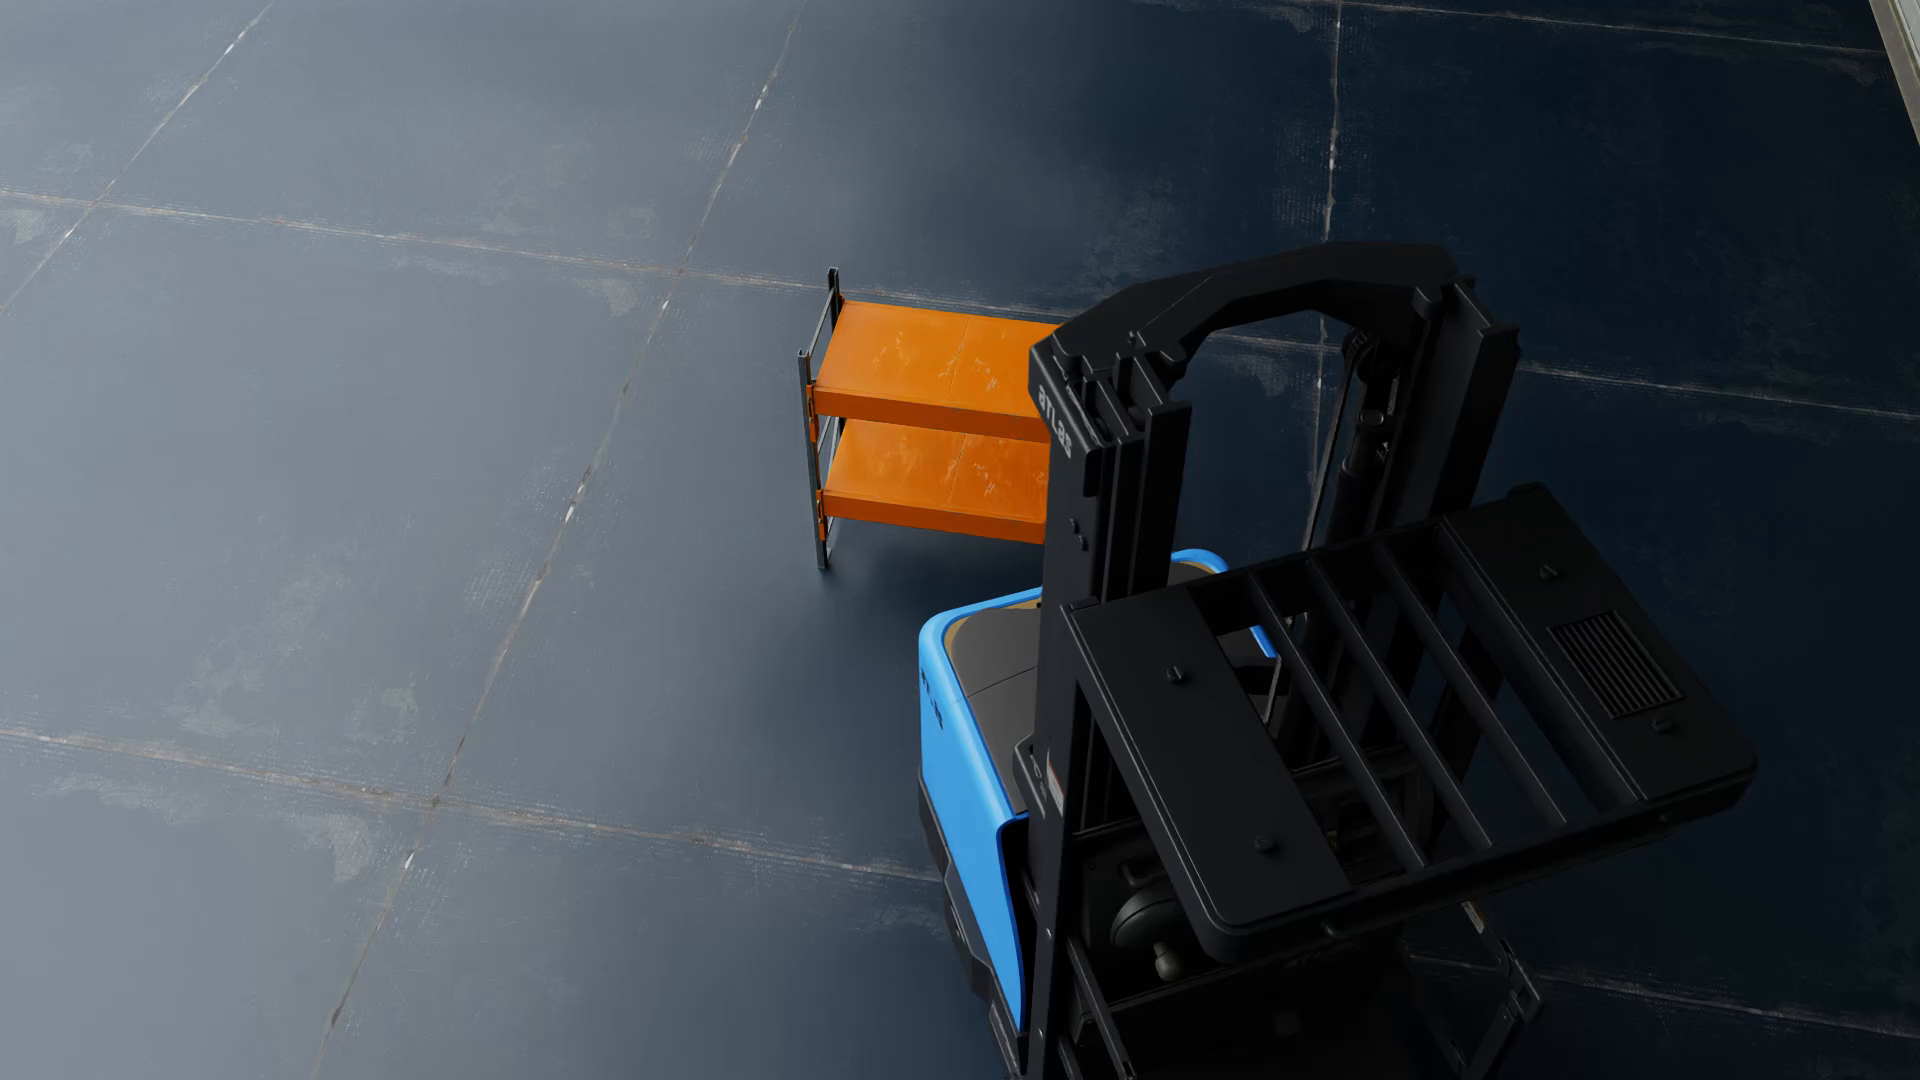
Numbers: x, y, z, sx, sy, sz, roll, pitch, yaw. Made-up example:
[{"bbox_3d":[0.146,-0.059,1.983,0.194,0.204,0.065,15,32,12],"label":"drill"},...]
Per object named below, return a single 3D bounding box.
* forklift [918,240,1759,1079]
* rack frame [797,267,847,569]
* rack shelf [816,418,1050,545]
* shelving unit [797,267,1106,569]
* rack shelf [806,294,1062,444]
[{"bbox_3d":[0.805,0.903,3.940,1.130,2.935,3.031,-14,50,-12],"label":"forklift"},{"bbox_3d":[-0.507,-0.444,6.365,0.032,1.125,0.500,8,49,7],"label":"rack frame"},{"bbox_3d":[-0.007,-0.213,6.486,1.000,0.278,0.538,8,49,7],"label":"rack shelf"},{"bbox_3d":[-0.007,-0.377,6.304,1.048,1.125,0.538,8,49,7],"label":"shelving unit"},{"bbox_3d":[-0.007,-0.572,6.087,1.000,0.278,0.538,8,49,7],"label":"rack shelf"}]
